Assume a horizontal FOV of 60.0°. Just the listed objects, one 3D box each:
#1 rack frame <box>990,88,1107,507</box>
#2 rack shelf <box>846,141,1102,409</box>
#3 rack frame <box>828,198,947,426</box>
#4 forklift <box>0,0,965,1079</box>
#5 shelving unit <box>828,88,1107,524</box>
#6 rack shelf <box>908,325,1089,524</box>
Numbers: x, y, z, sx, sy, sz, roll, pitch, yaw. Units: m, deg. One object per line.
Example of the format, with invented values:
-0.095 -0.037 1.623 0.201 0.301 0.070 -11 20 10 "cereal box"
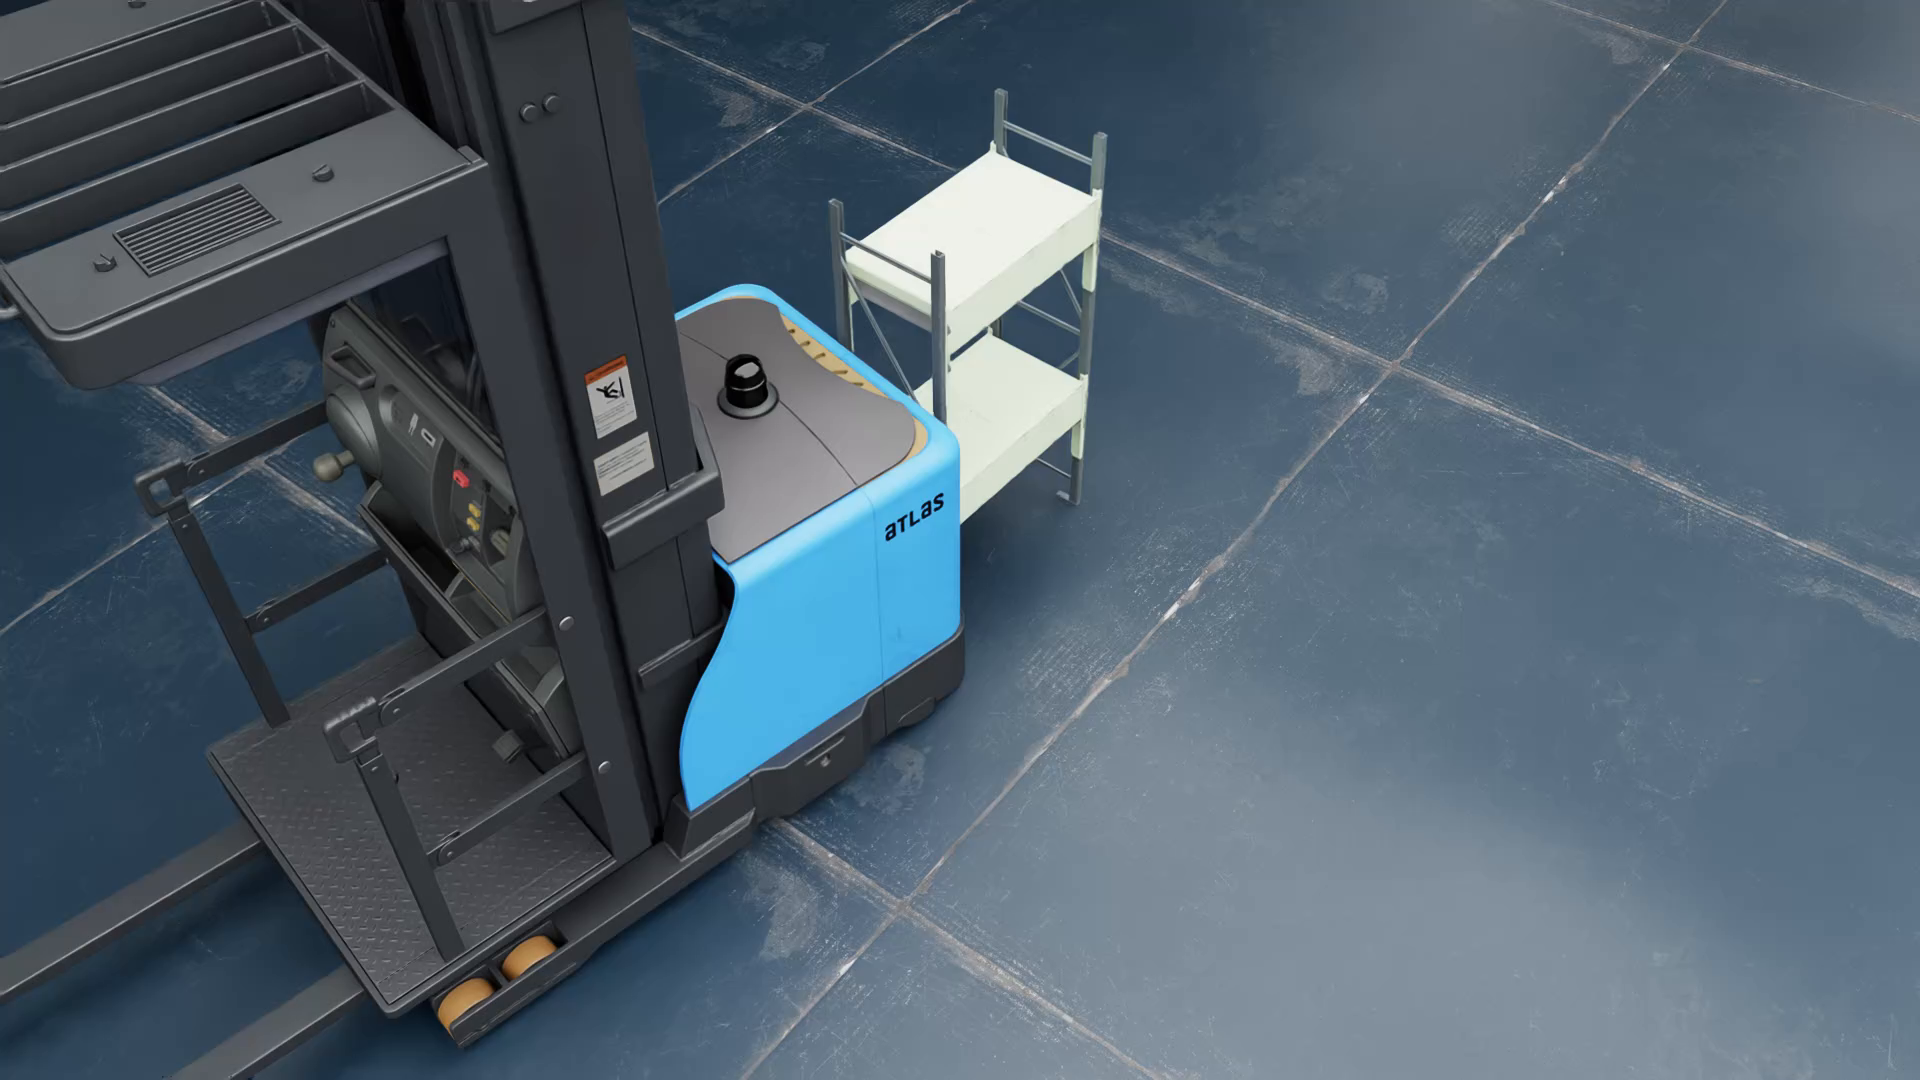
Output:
0.264 -0.734 5.414 0.400 1.500 0.023 31 54 26 "rack frame"
0.032 -0.798 4.936 0.431 0.370 0.720 31 54 26 "rack shelf"
-0.200 -0.324 5.022 0.400 1.500 0.023 31 54 26 "rack frame"
-1.424 -0.106 3.824 3.031 2.935 1.130 -32 54 -27 "forklift"
0.032 -0.529 5.218 0.431 1.500 0.755 31 54 26 "shelving unit"
0.032 -0.304 5.454 0.431 0.370 0.720 31 54 26 "rack shelf"
